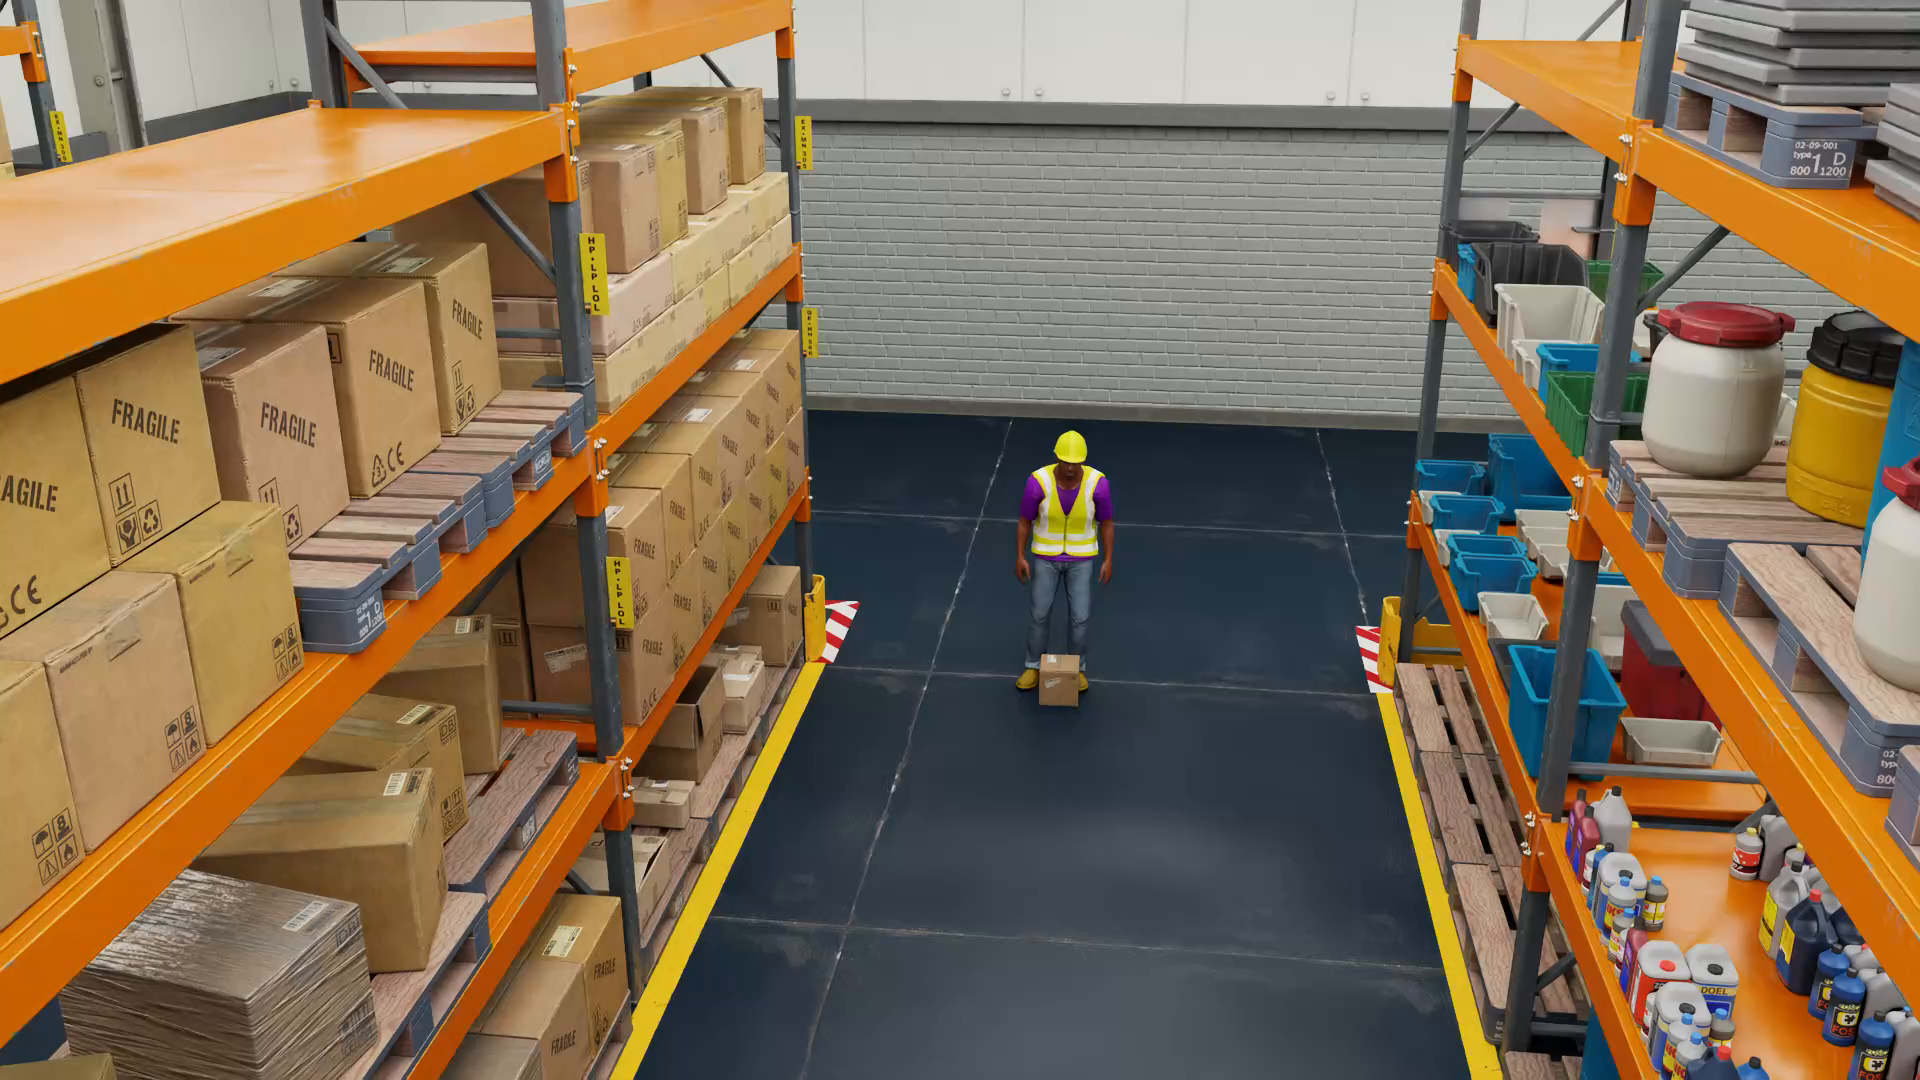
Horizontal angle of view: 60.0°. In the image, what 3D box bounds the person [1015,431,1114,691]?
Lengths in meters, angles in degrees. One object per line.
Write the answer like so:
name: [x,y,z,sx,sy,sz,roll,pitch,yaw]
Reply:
person: [0.673,0.126,10.729,0.635,1.760,0.458,1,21,3]
